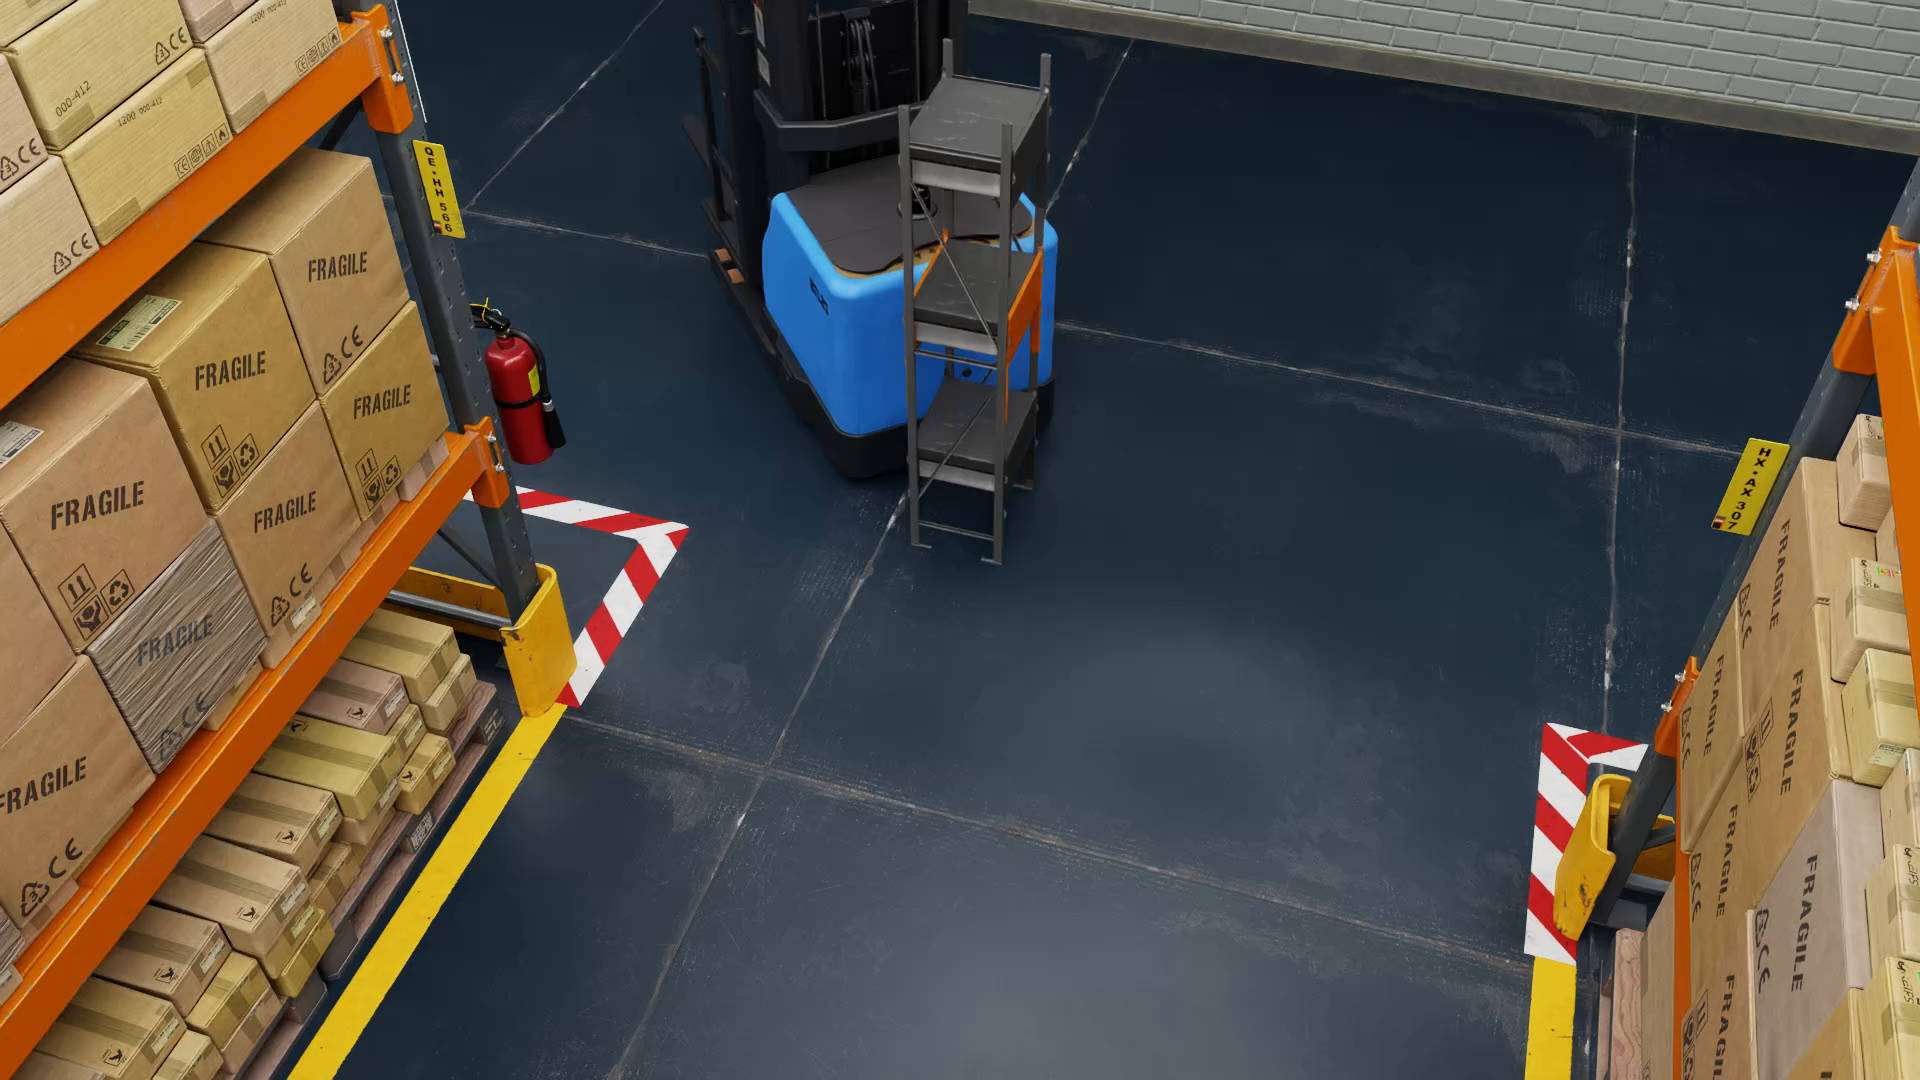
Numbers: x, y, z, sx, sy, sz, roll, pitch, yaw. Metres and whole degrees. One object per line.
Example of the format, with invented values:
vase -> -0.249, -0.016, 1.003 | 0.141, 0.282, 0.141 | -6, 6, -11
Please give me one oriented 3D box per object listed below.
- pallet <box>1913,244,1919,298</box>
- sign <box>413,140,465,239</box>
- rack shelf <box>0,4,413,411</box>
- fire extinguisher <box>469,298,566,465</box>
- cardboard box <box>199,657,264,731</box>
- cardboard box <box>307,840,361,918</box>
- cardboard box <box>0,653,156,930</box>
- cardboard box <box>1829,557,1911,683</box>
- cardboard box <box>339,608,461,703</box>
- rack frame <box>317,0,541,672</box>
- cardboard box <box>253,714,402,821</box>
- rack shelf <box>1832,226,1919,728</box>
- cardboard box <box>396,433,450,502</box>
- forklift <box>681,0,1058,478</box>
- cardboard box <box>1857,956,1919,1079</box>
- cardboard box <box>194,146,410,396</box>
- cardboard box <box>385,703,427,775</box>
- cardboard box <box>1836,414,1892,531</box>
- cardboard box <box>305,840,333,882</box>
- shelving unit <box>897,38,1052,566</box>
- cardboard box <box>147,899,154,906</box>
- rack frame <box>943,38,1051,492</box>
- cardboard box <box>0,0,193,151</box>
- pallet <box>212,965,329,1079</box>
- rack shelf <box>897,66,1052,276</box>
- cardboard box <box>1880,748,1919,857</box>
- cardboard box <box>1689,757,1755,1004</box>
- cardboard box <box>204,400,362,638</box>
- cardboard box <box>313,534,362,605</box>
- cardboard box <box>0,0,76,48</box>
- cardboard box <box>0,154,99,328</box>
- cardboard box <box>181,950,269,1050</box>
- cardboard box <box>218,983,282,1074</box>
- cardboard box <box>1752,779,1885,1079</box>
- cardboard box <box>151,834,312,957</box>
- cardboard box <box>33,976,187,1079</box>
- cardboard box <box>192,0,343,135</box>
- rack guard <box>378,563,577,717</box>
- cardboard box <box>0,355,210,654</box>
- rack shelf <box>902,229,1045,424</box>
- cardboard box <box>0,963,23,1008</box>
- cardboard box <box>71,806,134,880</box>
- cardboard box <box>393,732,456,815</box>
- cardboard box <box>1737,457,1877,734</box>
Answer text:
pallet -> 2.436, -0.225, 3.153 | 1.003, 0.211, 1.213 | 13, 46, 13
sign -> -1.575, -1.058, 5.032 | 0.100, 0.325, 0.005 | 13, 46, 13
rack shelf -> -2.703, -0.144, 3.521 | 1.077, 0.370, 4.000 | 13, 46, 13
fire extinguisher -> -1.582, -0.571, 5.910 | 0.296, 0.674, 0.183 | 13, 46, 13
cardboard box -> -2.263, 0.377, 4.798 | 0.380, 0.149, 0.250 | 11, 45, 11
cardboard box -> -2.264, 1.120, 5.598 | 0.380, 0.149, 0.250 | 13, 46, 13
cardboard box -> -2.455, 0.562, 4.146 | 0.500, 0.500, 0.500 | 15, 46, 15
cardboard box -> 2.080, 0.211, 3.539 | 0.380, 0.149, 0.250 | 14, 46, 14
cardboard box -> -2.016, 0.401, 5.908 | 0.380, 0.149, 0.250 | 13, 46, 13
rack frame -> -2.098, -0.662, 5.681 | 1.000, 3.000, 0.127 | 13, 46, 13
cardboard box -> -2.105, 0.755, 5.545 | 0.380, 0.149, 0.250 | 12, 46, 12
rack shelf -> 2.045, 0.837, 2.519 | 1.077, 0.370, 4.000 | 13, 46, 13
cardboard box -> -1.927, -0.295, 5.486 | 0.380, 0.149, 0.250 | 13, 46, 13
forklift -> -0.630, -2.361, 7.466 | 1.130, 2.935, 3.031 | -17, 47, -17
cardboard box -> 1.769, 0.897, 2.838 | 0.380, 0.149, 0.250 | 12, 46, 12
cardboard box -> -1.999, -0.804, 4.827 | 0.500, 0.500, 0.500 | 12, 46, 12
cardboard box -> -2.116, 0.675, 5.839 | 0.380, 0.149, 0.250 | 12, 46, 12
cardboard box -> 2.279, -0.128, 3.885 | 0.380, 0.149, 0.250 | 13, 46, 13
cardboard box -> -2.321, 1.017, 5.491 | 0.380, 0.149, 0.250 | 12, 46, 12
shelving unit -> 0.058, -0.849, 6.516 | 0.431, 2.100, 0.503 | 12, 46, 12
cardboard box -> -2.798, 1.093, 5.413 | 0.380, 0.149, 0.250 | 11, 45, 11
rack frame -> 0.131, -1.012, 6.682 | 0.400, 2.100, 0.015 | 12, 46, 12
cardboard box -> -2.148, -1.157, 3.792 | 0.500, 0.250, 0.500 | 11, 46, 11
pallet -> -2.772, 1.730, 5.230 | 1.003, 0.211, 1.213 | 13, 46, 13
rack shelf -> 0.058, -1.340, 6.036 | 0.431, 0.518, 0.480 | 12, 46, 12
cardboard box -> 1.988, 0.576, 3.165 | 0.380, 0.149, 0.250 | 13, 46, 13
cardboard box -> 2.105, 0.885, 4.028 | 0.500, 0.500, 0.500 | 12, 46, 12
cardboard box -> -2.149, -0.108, 4.830 | 0.500, 0.500, 0.500 | 12, 46, 12
cardboard box -> -2.100, 0.033, 5.150 | 0.380, 0.149, 0.250 | 12, 46, 12
cardboard box -> -2.140, -1.204, 3.555 | 0.380, 0.149, 0.250 | 13, 46, 13
cardboard box -> -2.294, -0.652, 3.633 | 0.500, 0.250, 0.500 | 14, 46, 14
cardboard box -> -2.381, 1.374, 5.125 | 0.380, 0.149, 0.250 | 15, 46, 15
cardboard box -> -2.384, 1.481, 5.229 | 0.380, 0.149, 0.250 | 13, 46, 13
cardboard box -> 1.935, 0.876, 3.323 | 0.500, 0.500, 0.500 | 12, 46, 12
cardboard box -> -2.272, 1.106, 5.187 | 0.380, 0.149, 0.250 | 14, 46, 14
cardboard box -> -2.510, 1.438, 4.847 | 0.380, 0.149, 0.250 | 13, 46, 13
cardboard box -> -1.983, -1.321, 4.317 | 0.500, 0.250, 0.500 | 12, 46, 12
rack guard -> -2.121, 0.282, 6.503 | 1.175, 0.500, 0.348 | 13, 46, 13
cardboard box -> -2.302, -0.118, 4.125 | 0.500, 0.500, 0.500 | 15, 46, 15
rack shelf -> 0.058, -0.840, 6.525 | 0.431, 0.518, 0.480 | 12, 46, 12
cardboard box -> -2.559, 1.086, 4.074 | 0.380, 0.149, 0.250 | 14, 46, 14
cardboard box -> -2.466, 0.725, 4.443 | 0.380, 0.149, 0.250 | 13, 46, 13
cardboard box -> -2.040, 0.795, 5.930 | 0.380, 0.149, 0.250 | 14, 46, 14
cardboard box -> 2.234, 0.185, 4.028 | 0.500, 0.500, 0.500 | 12, 46, 12
